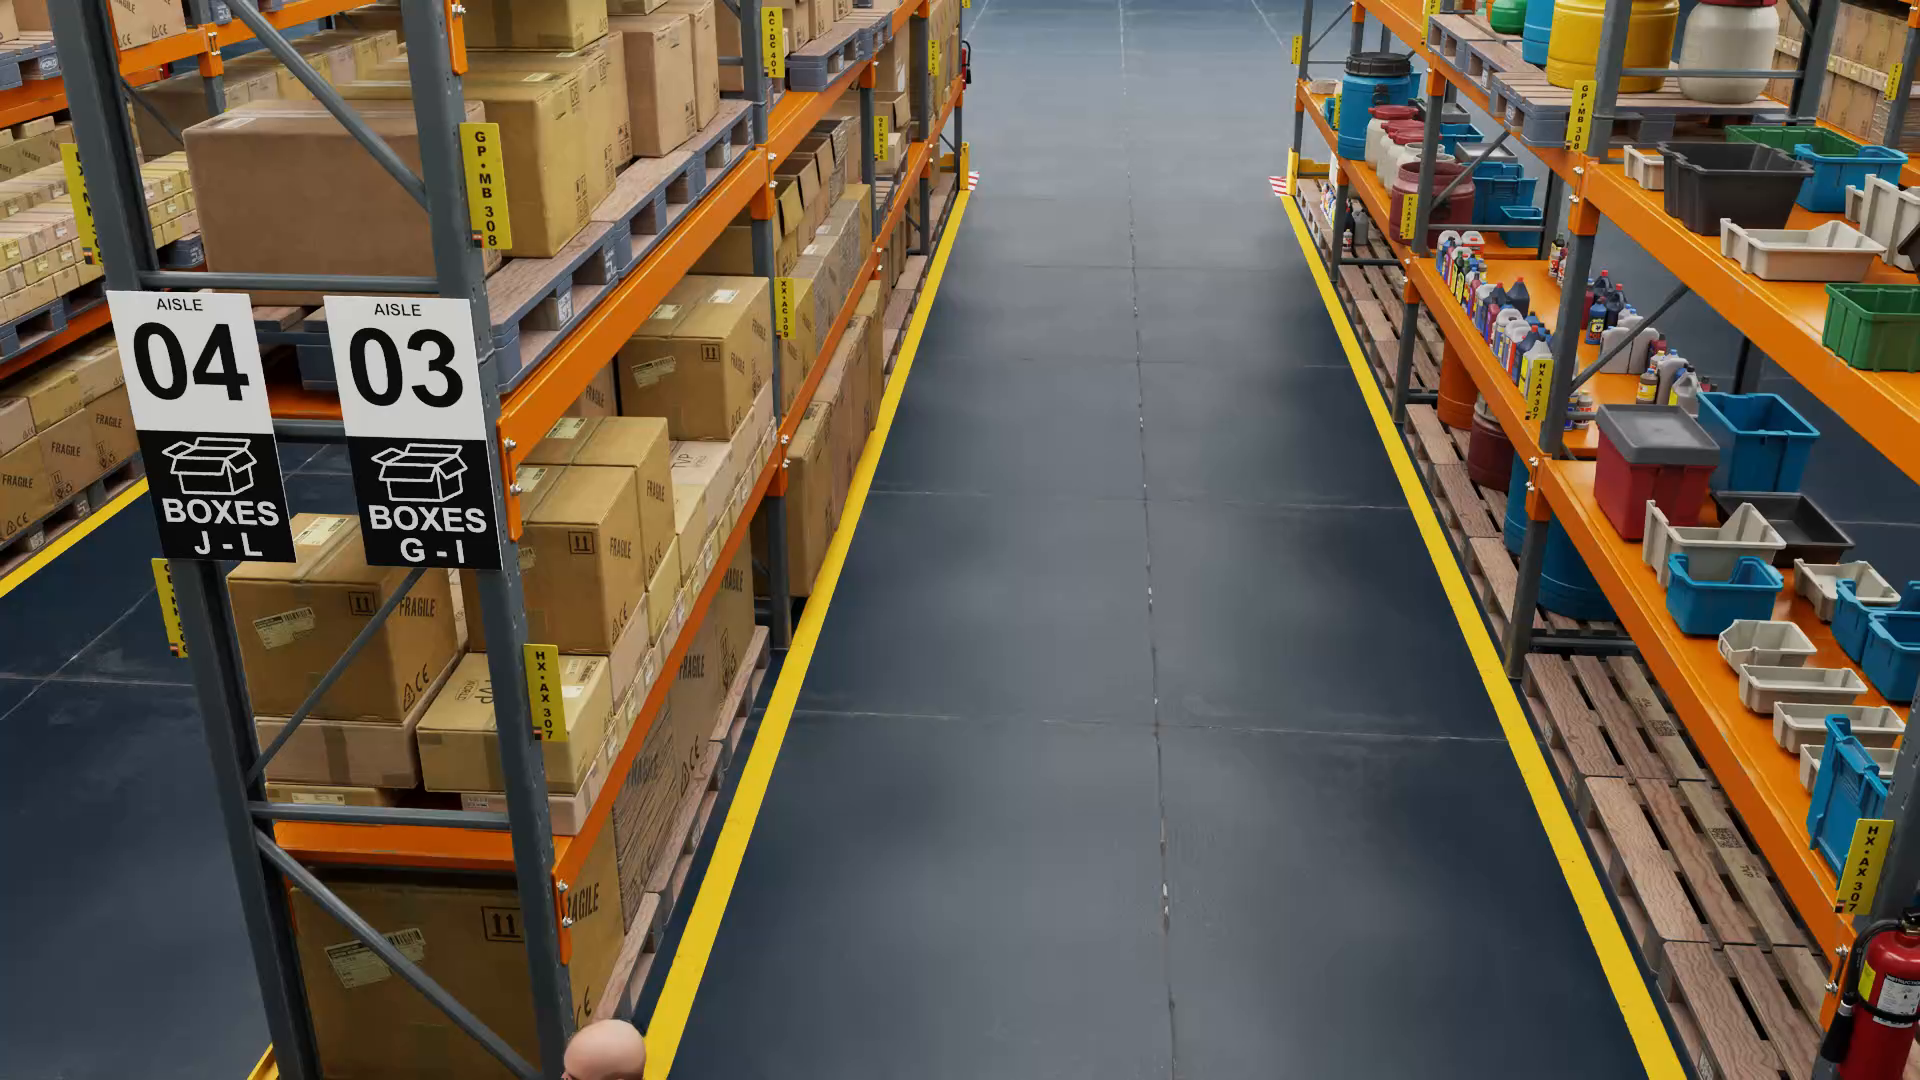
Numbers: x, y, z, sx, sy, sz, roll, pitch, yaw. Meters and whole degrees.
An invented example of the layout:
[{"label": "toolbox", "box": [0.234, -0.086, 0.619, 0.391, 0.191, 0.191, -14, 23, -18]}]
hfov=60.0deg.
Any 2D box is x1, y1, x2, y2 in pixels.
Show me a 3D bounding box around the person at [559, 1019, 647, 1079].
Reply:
[{"label": "person", "box": [-0.718, 1.940, 4.365, 0.870, 1.691, 0.621, -22, 32, -40]}]
